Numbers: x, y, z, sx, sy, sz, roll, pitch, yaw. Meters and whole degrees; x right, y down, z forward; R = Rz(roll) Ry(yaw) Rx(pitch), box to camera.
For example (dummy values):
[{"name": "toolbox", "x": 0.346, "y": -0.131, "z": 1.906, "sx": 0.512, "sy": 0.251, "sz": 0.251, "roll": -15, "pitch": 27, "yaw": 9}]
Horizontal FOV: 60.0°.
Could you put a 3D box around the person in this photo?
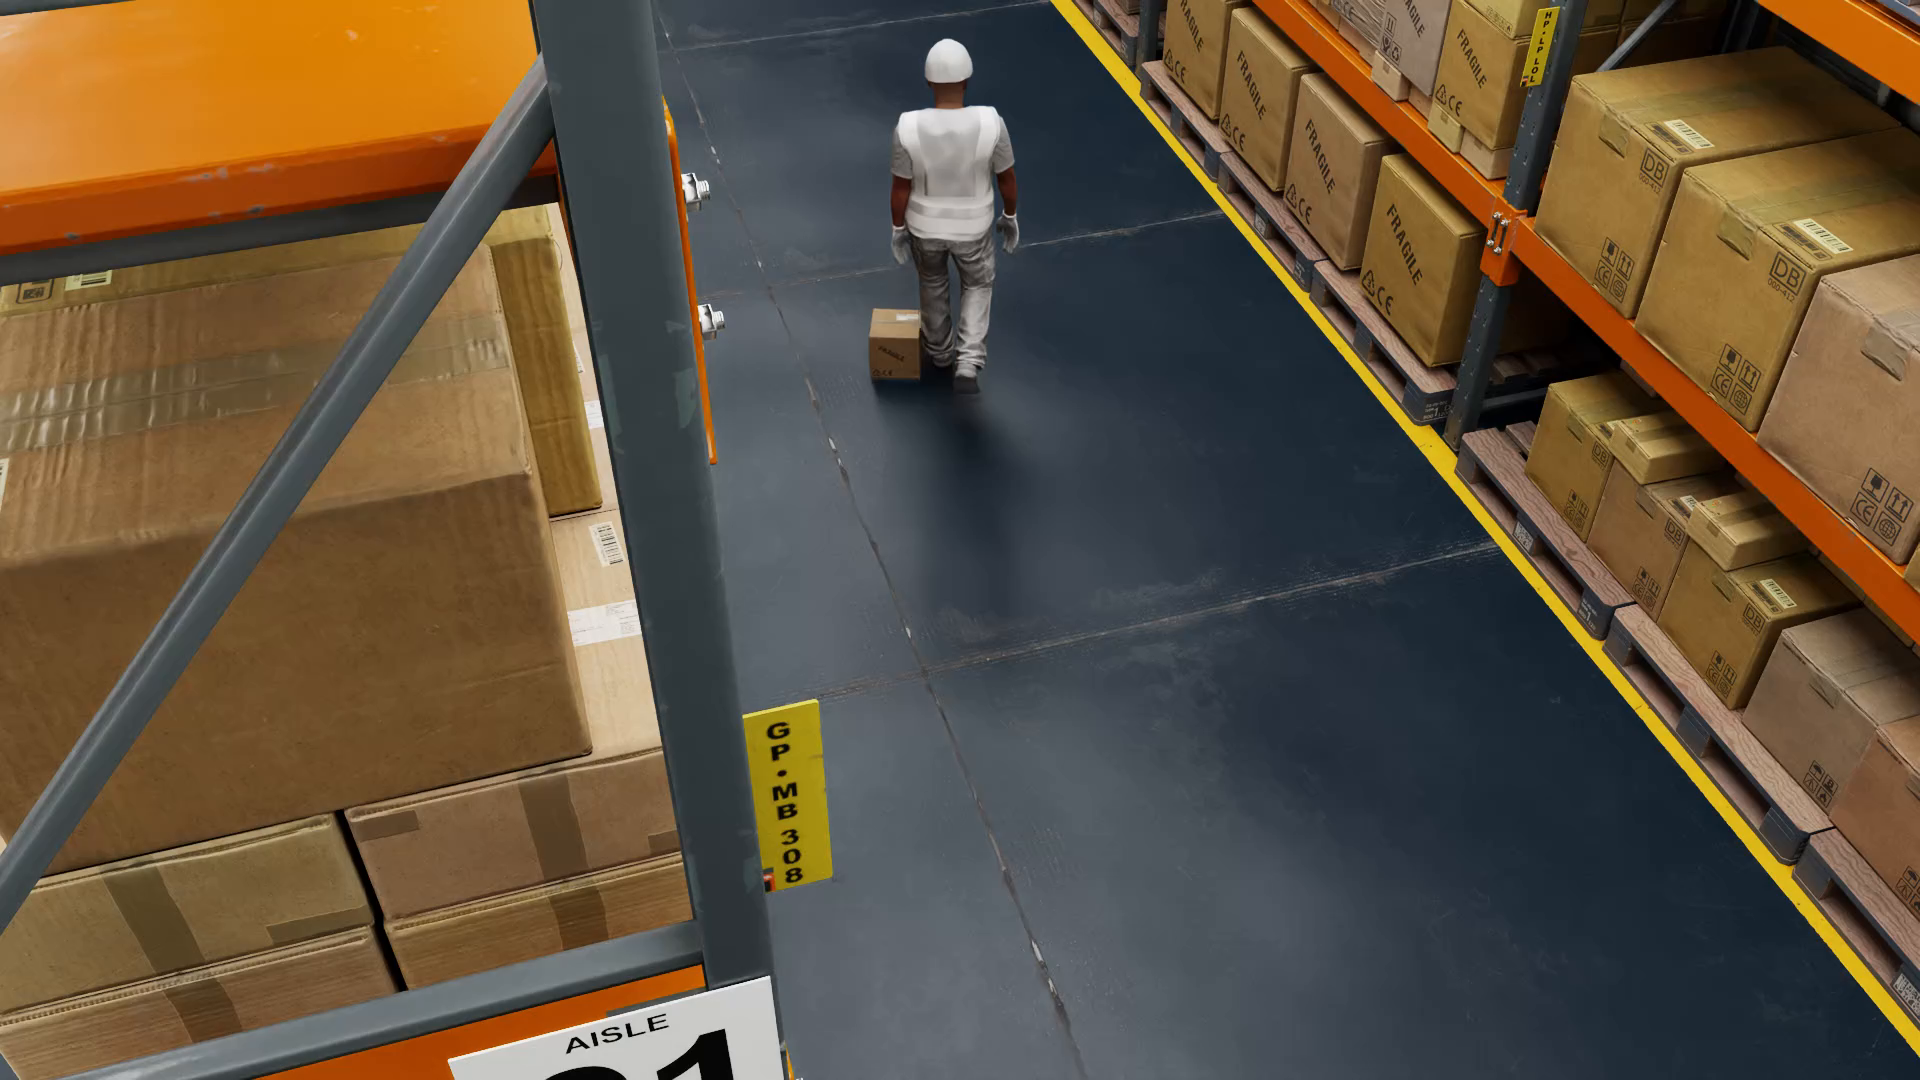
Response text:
[{"name": "person", "x": -0.023, "y": -1.462, "z": 7.757, "sx": 0.601, "sy": 1.759, "sz": 0.781, "roll": 0, "pitch": 42, "yaw": 0}]
